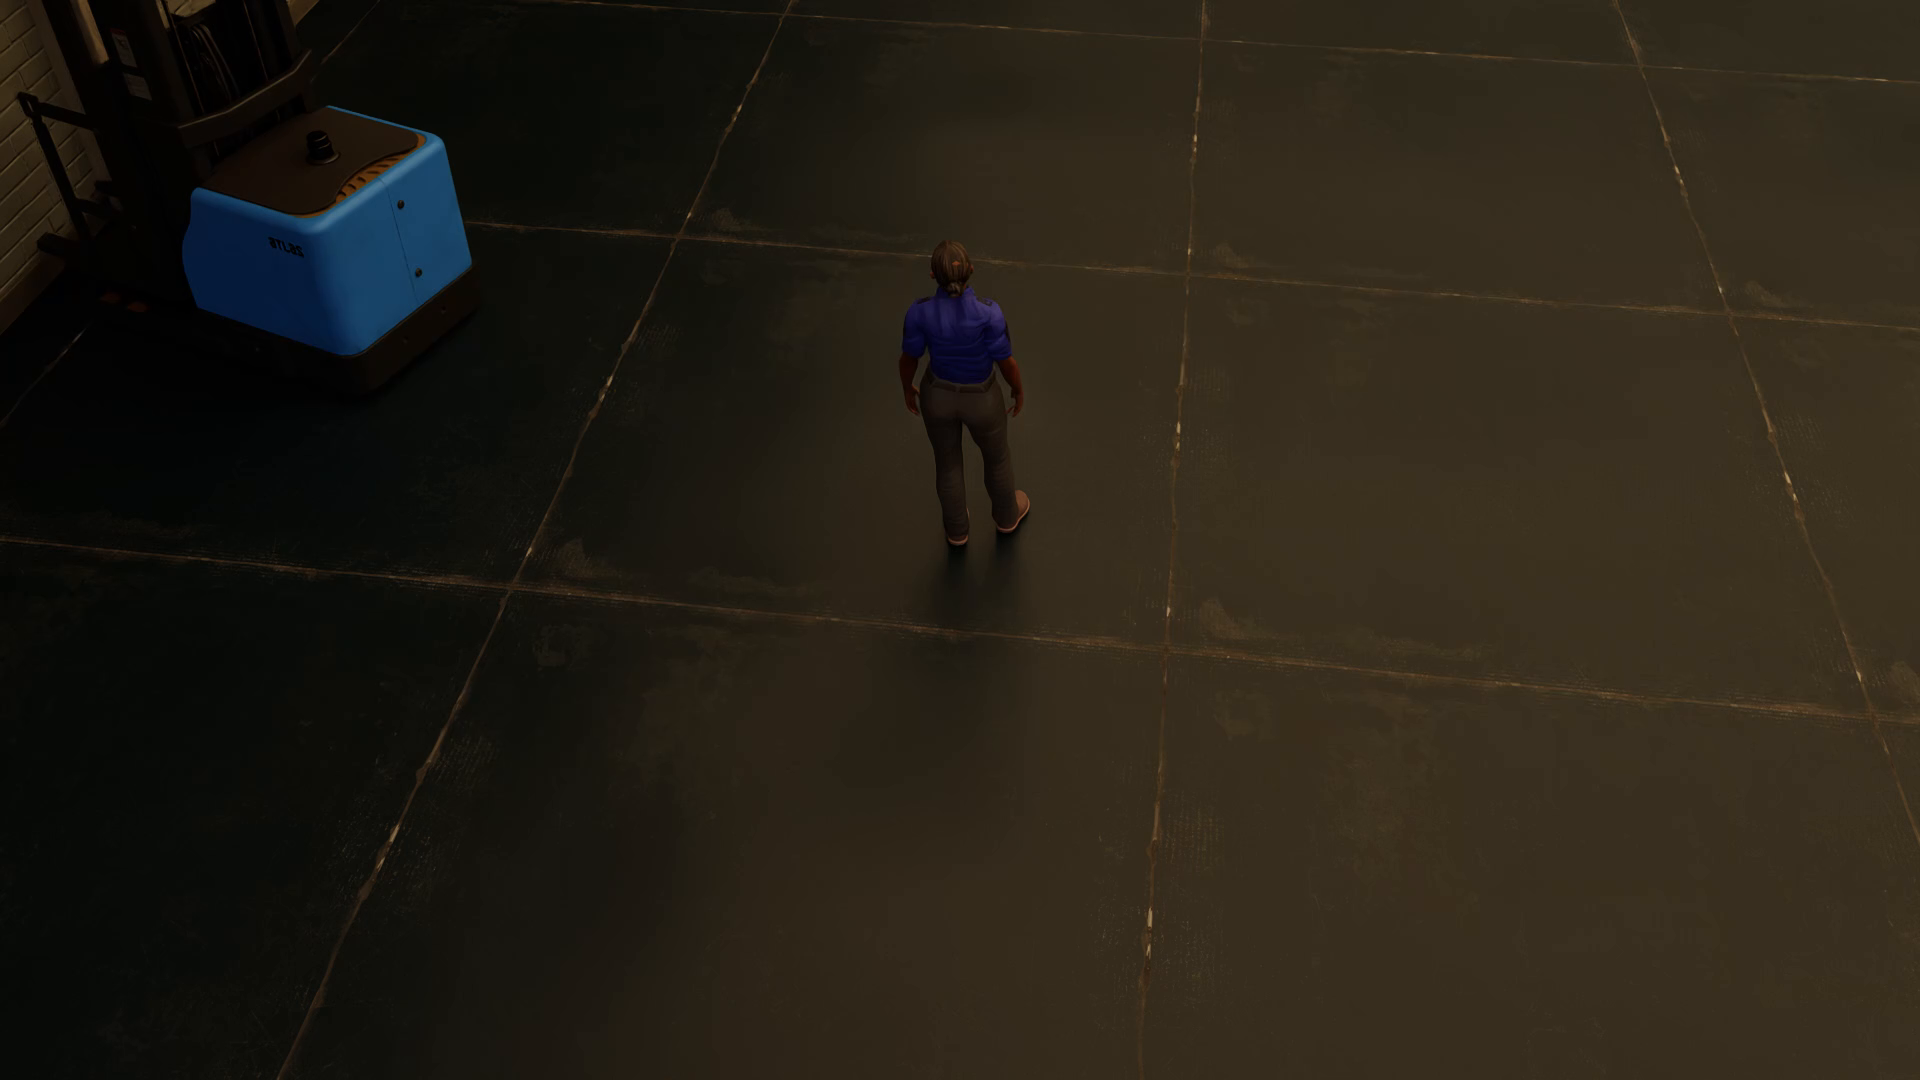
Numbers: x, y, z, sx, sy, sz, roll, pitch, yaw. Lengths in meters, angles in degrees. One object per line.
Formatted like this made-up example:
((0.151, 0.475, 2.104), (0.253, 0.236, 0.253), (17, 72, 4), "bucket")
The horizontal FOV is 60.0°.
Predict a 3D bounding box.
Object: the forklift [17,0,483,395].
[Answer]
((-4.201, -2.521, 8.468), (3.031, 2.935, 1.130), (18, 46, 19), "forklift")

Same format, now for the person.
((0.032, -0.672, 7.388), (0.569, 1.656, 0.503), (5, 43, 6), "person")
